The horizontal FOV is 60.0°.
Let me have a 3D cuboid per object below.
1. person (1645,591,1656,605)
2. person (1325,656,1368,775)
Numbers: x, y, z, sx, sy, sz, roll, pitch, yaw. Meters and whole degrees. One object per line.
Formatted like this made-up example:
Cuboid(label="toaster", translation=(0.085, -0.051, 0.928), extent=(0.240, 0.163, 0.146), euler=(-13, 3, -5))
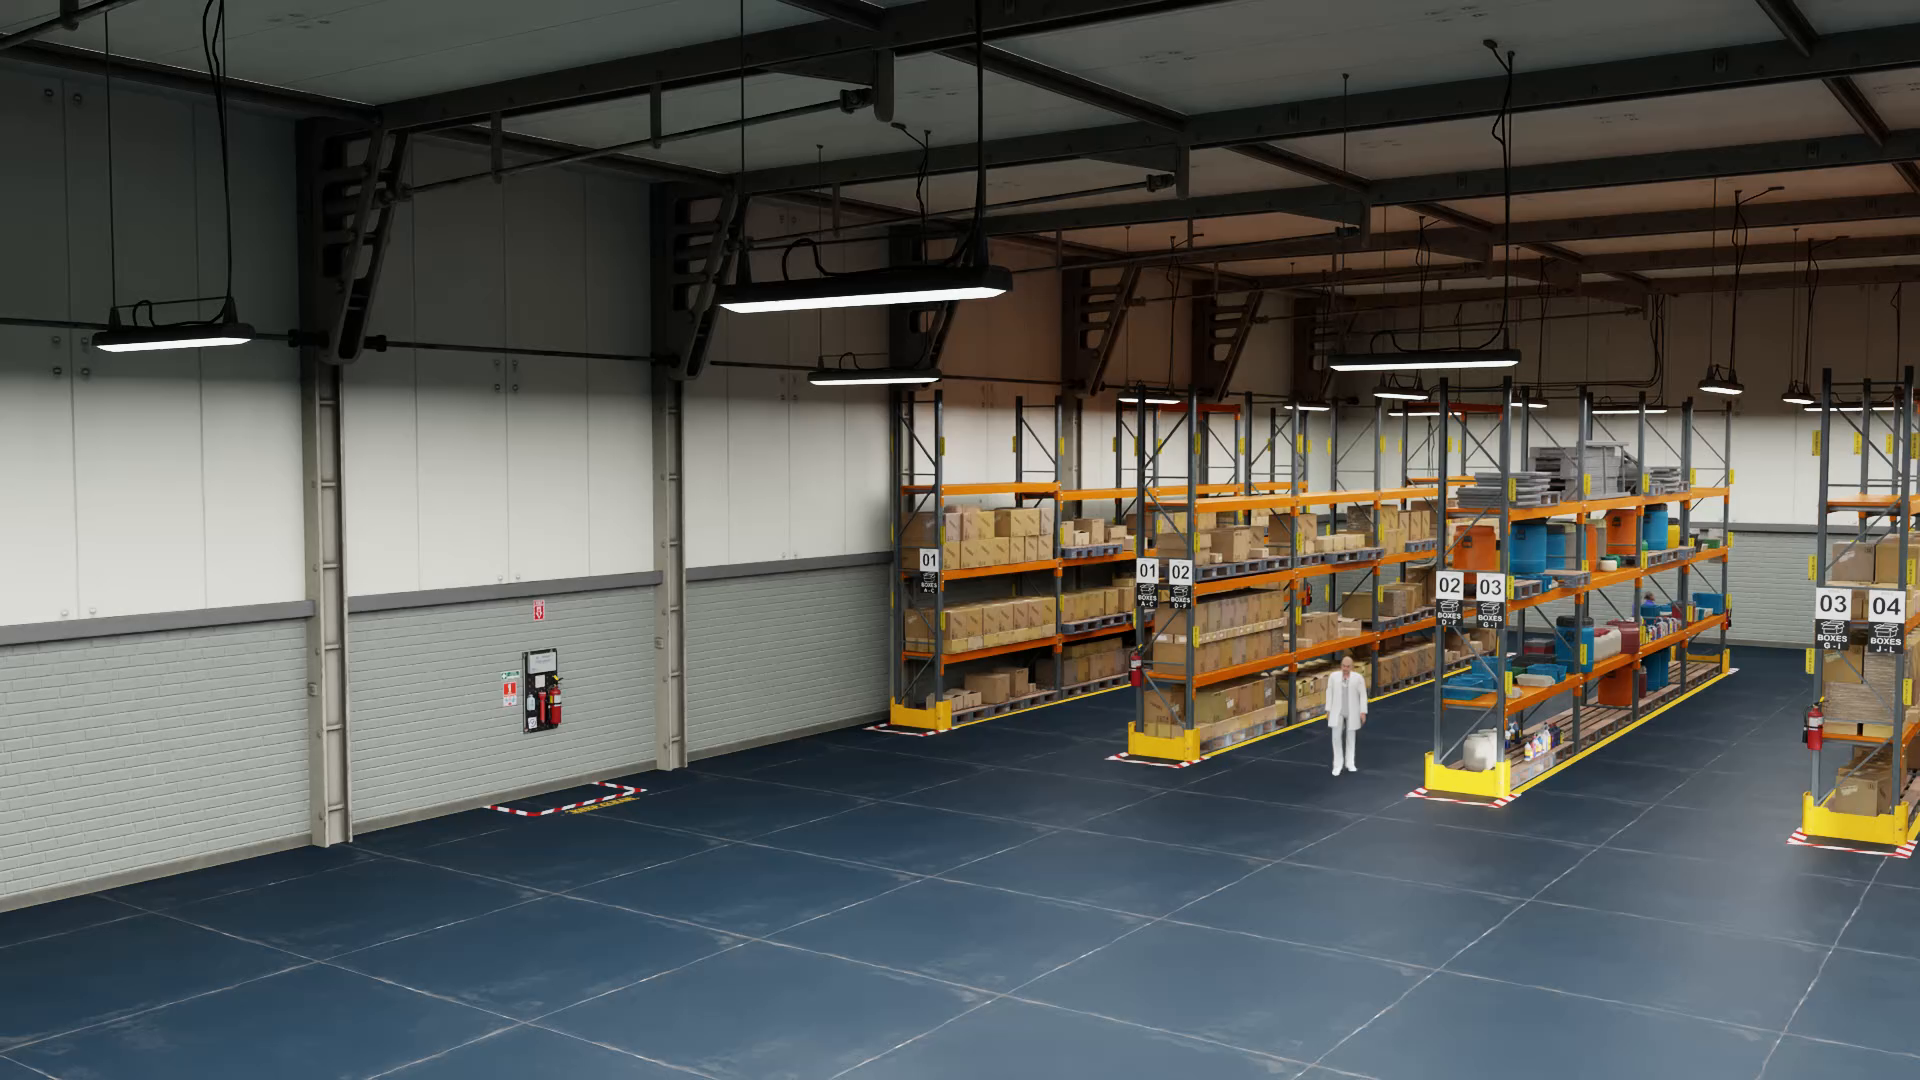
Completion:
Cuboid(label="person", translation=(15.950, 2.033, 38.463), extent=(0.462, 1.714, 0.507), euler=(0, 3, 6))
Cuboid(label="person", translation=(5.924, 2.702, 25.483), extent=(0.646, 1.856, 0.555), euler=(1, 3, 17))
